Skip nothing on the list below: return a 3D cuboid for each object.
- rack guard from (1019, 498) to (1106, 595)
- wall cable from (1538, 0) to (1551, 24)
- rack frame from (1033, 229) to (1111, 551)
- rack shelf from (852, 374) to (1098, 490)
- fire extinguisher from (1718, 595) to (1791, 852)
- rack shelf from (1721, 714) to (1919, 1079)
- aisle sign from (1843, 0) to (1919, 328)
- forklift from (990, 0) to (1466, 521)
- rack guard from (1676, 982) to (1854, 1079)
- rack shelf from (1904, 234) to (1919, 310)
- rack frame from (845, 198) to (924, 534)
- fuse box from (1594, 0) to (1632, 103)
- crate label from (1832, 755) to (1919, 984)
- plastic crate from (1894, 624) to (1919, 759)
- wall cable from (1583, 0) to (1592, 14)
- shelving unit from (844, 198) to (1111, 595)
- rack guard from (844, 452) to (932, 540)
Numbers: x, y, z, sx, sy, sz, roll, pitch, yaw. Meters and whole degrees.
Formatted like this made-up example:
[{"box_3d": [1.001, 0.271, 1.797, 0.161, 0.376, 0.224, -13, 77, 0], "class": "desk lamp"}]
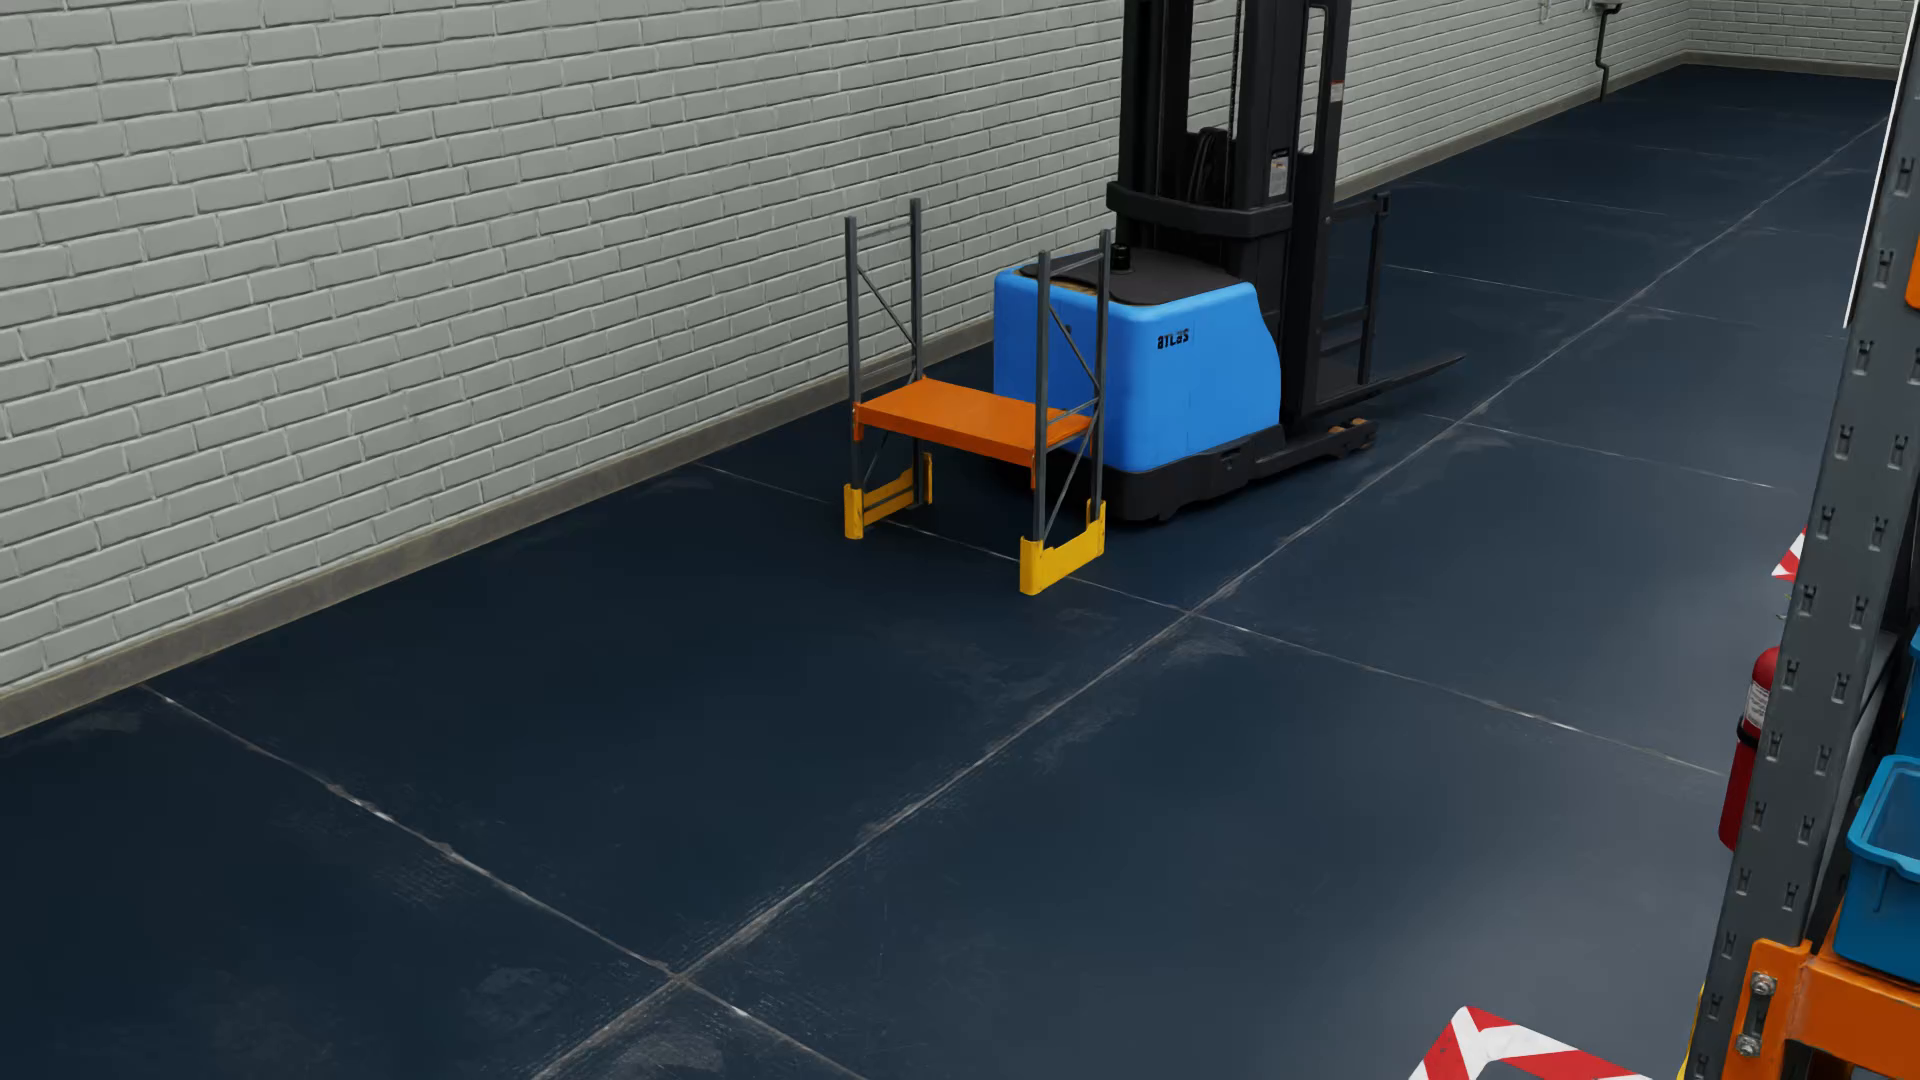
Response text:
[{"box_3d": [0.459, 0.024, 7.384, 0.087, 0.250, 0.587, 17, 29, 33], "class": "rack guard"}, {"box_3d": [6.075, -6.263, 16.946, 0.123, 1.953, 0.585, 17, 29, 33], "class": "wall cable"}, {"box_3d": [0.475, -0.543, 7.122, 0.032, 1.500, 0.500, 17, 29, 33], "class": "rack frame"}, {"box_3d": [0.068, -0.501, 7.473, 1.000, 0.185, 0.538, 17, 29, 33], "class": "rack shelf"}, {"box_3d": [1.839, 0.390, 3.702, 0.183, 0.674, 0.296, 17, 29, 33], "class": "fire extinguisher"}, {"box_3d": [3.288, 1.180, 2.243, 4.000, 0.370, 1.077, 17, 29, 33], "class": "rack shelf"}, {"box_3d": [1.452, -0.744, 2.493, 0.004, 0.787, 0.394, 17, 29, 33], "class": "aisle sign"}, {"box_3d": [1.587, -1.911, 8.451, 3.031, 2.935, 1.130, -20, 31, -37], "class": "forklift"}, {"box_3d": [1.661, 1.510, 3.703, 0.348, 0.500, 1.175, 17, 29, 33], "class": "rack guard"}, {"box_3d": [3.288, -0.192, 1.638, 4.000, 0.370, 1.077, 17, 29, 33], "class": "rack shelf"}, {"box_3d": [-0.339, -0.789, 7.680, 0.032, 1.500, 0.500, 17, 29, 33], "class": "rack frame"}, {"box_3d": [7.452, -5.837, 18.875, 0.414, 1.711, 0.539, 17, 29, 33], "class": "fuse box"}, {"box_3d": [1.688, 0.583, 2.841, 0.303, 0.233, 0.416, 17, 29, 33], "class": "crate label"}, {"box_3d": [2.067, 0.345, 3.129, 0.499, 0.435, 0.616, 17, 29, 33], "class": "plastic crate"}, {"box_3d": [6.917, -6.709, 17.997, 0.122, 1.984, 0.588, 17, 29, 33], "class": "wall cable"}, {"box_3d": [0.061, -0.668, 7.406, 1.083, 1.500, 0.587, 17, 29, 33], "class": "shelving unit"}, {"box_3d": [-0.338, -0.216, 7.931, 0.087, 0.250, 0.587, 17, 29, 33], "class": "rack guard"}]
